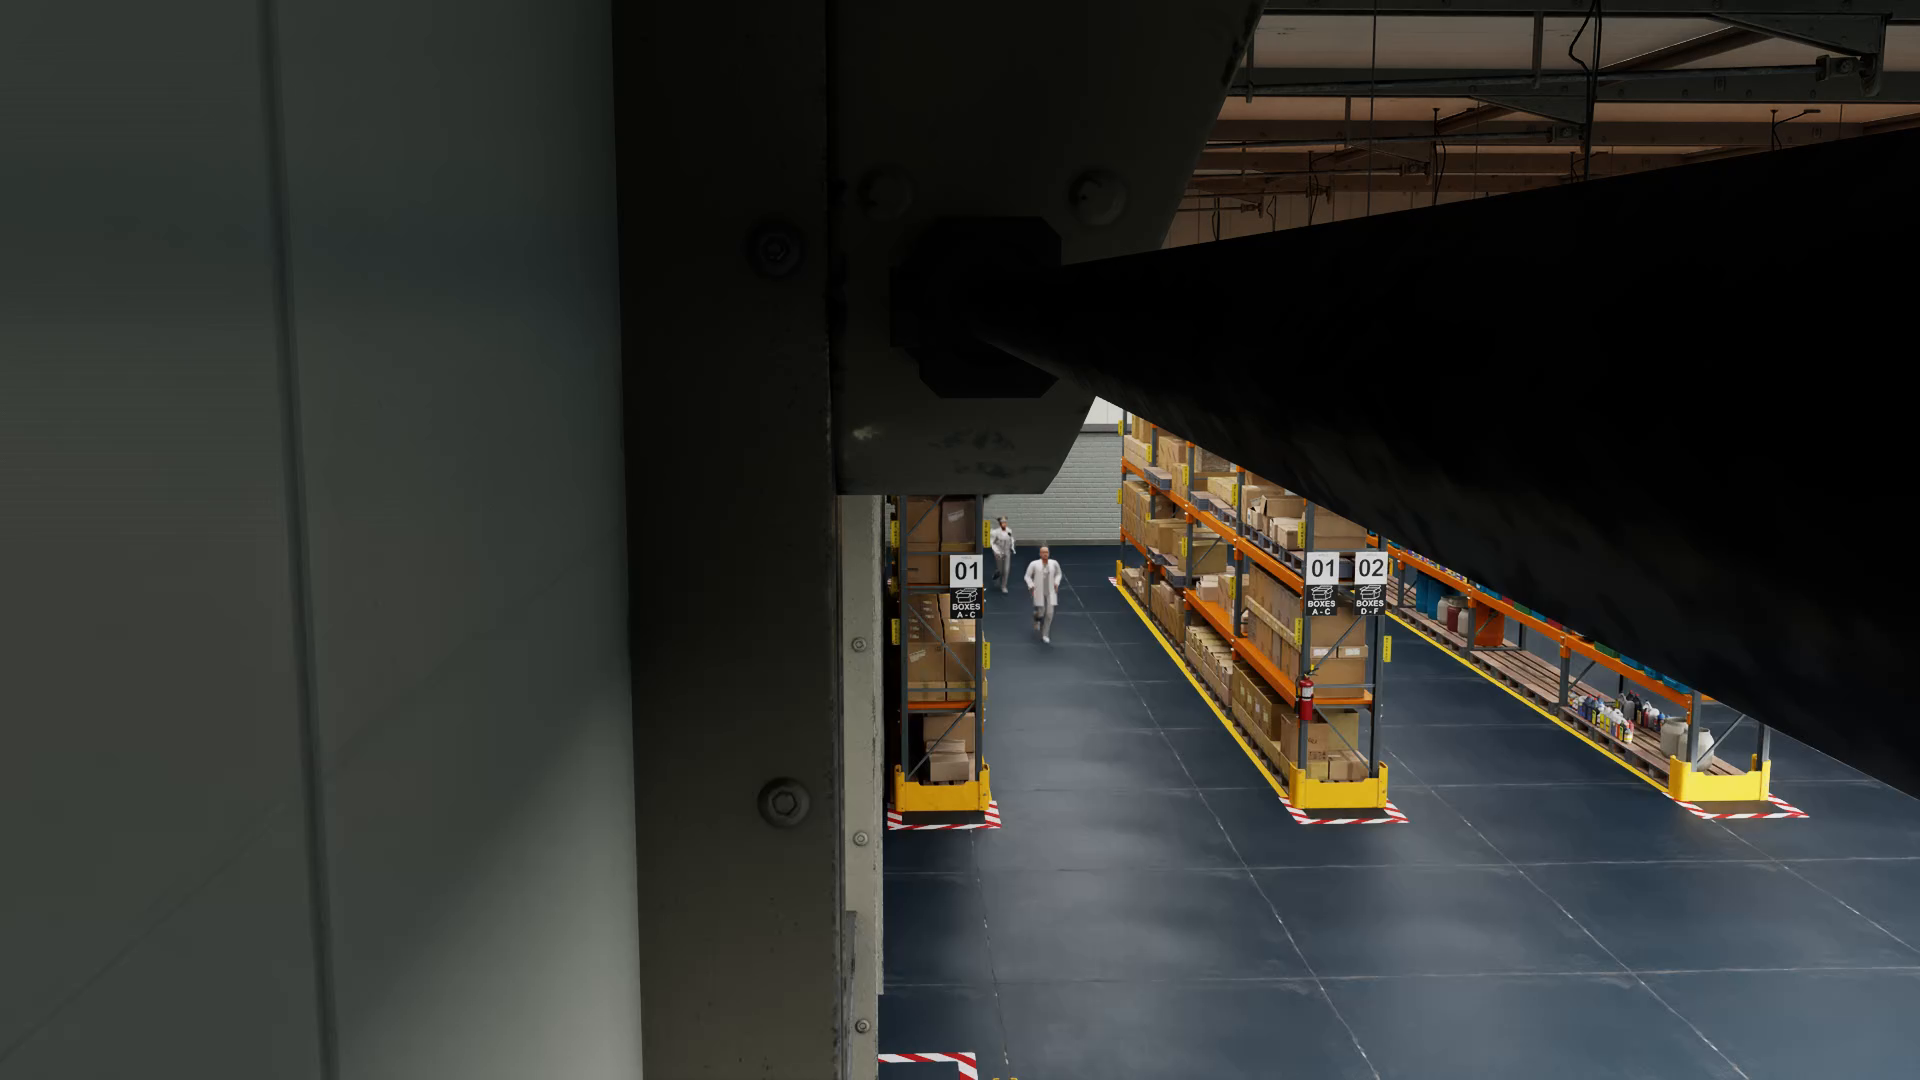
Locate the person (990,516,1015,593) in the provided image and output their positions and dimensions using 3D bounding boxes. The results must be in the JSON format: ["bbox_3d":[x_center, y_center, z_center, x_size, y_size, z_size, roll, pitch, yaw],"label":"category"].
[{"bbox_3d":[0.877,0.283,35.599,0.616,1.654,0.606,-3,9,-19],"label":"person"}]

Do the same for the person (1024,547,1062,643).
[{"bbox_3d":[1.545,0.982,30.590,0.710,1.741,0.715,-1,9,-9],"label":"person"}]
